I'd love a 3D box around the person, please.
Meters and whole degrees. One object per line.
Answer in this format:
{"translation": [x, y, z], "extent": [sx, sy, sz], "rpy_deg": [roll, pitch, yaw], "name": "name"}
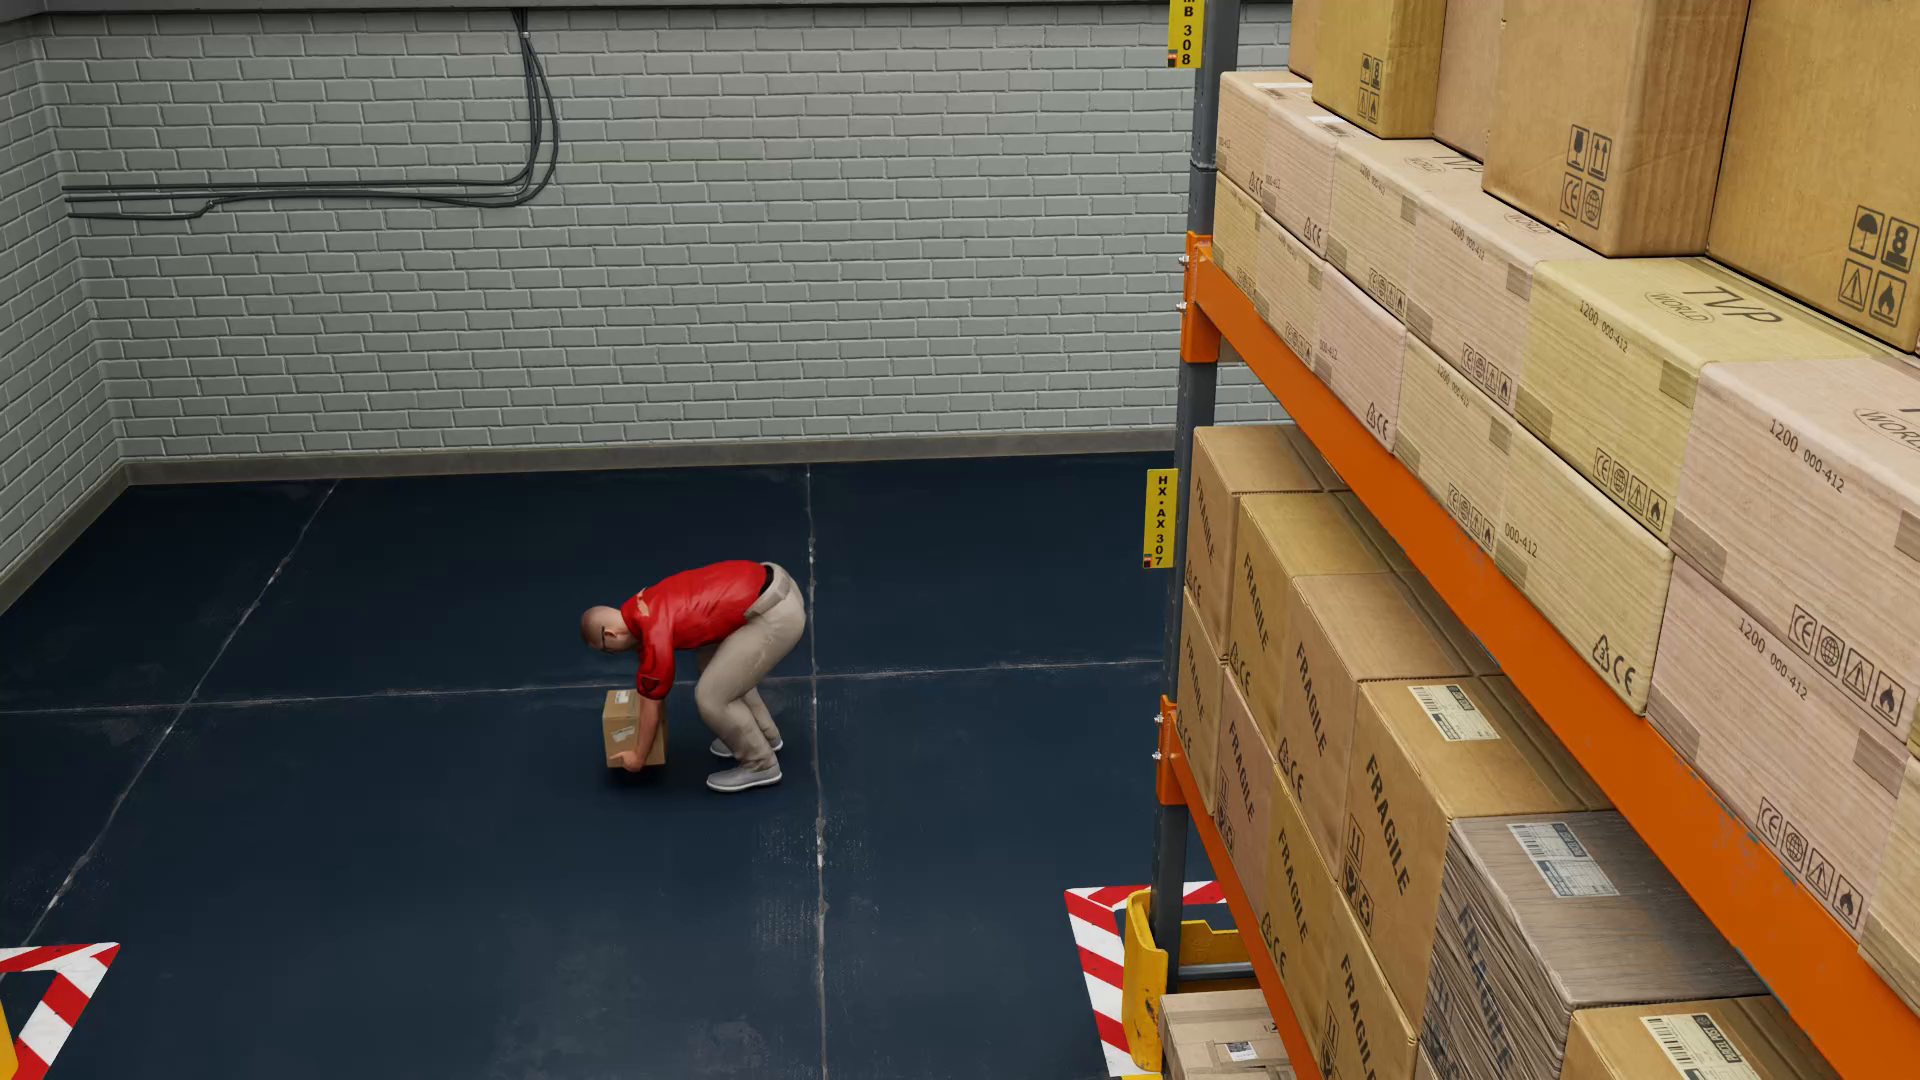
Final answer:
{"translation": [-1.142, 0.583, 7.228], "extent": [0.958, 0.976, 0.530], "rpy_deg": [-3, 24, -8], "name": "person"}
